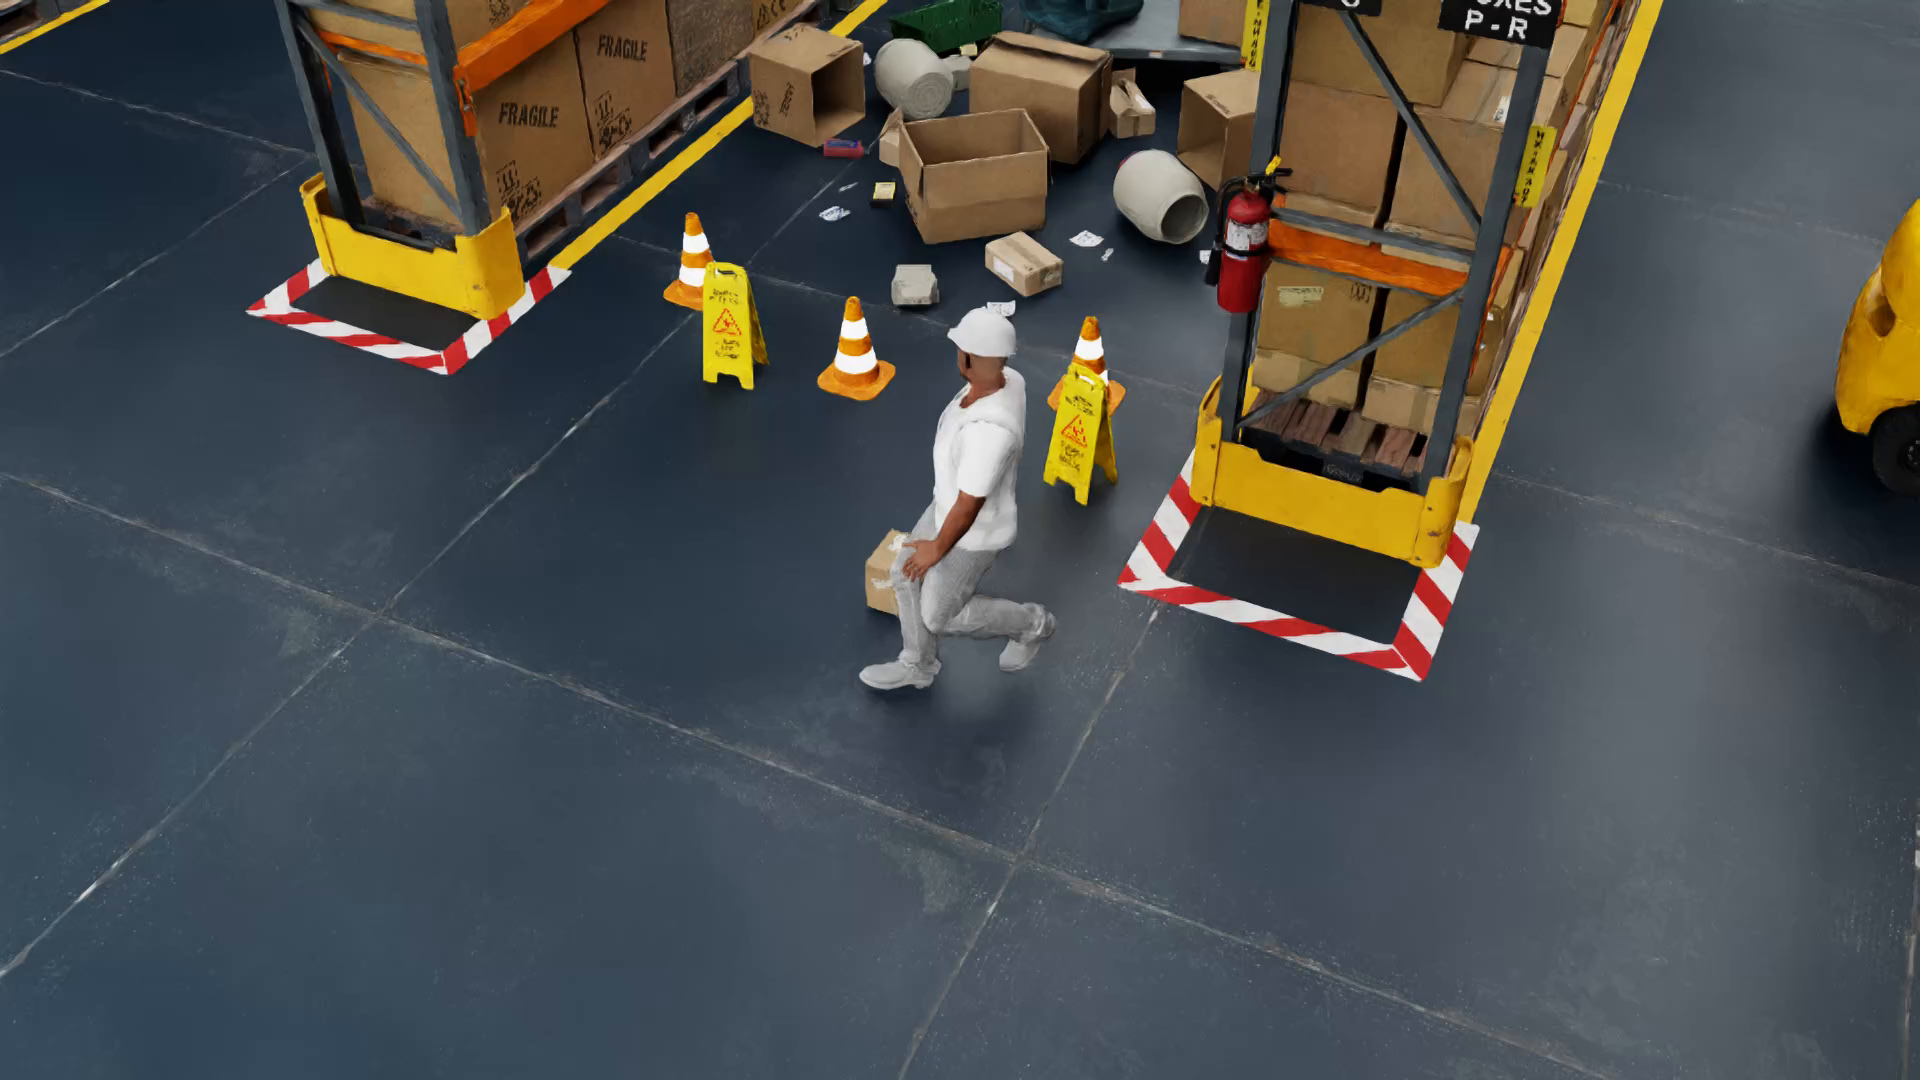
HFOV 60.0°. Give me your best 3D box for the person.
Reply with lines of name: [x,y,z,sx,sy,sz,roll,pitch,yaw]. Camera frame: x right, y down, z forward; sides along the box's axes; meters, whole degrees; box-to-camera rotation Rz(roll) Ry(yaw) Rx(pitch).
person: [-0.011,-0.114,6.338,0.799,1.686,0.582,-1,42,-1]
